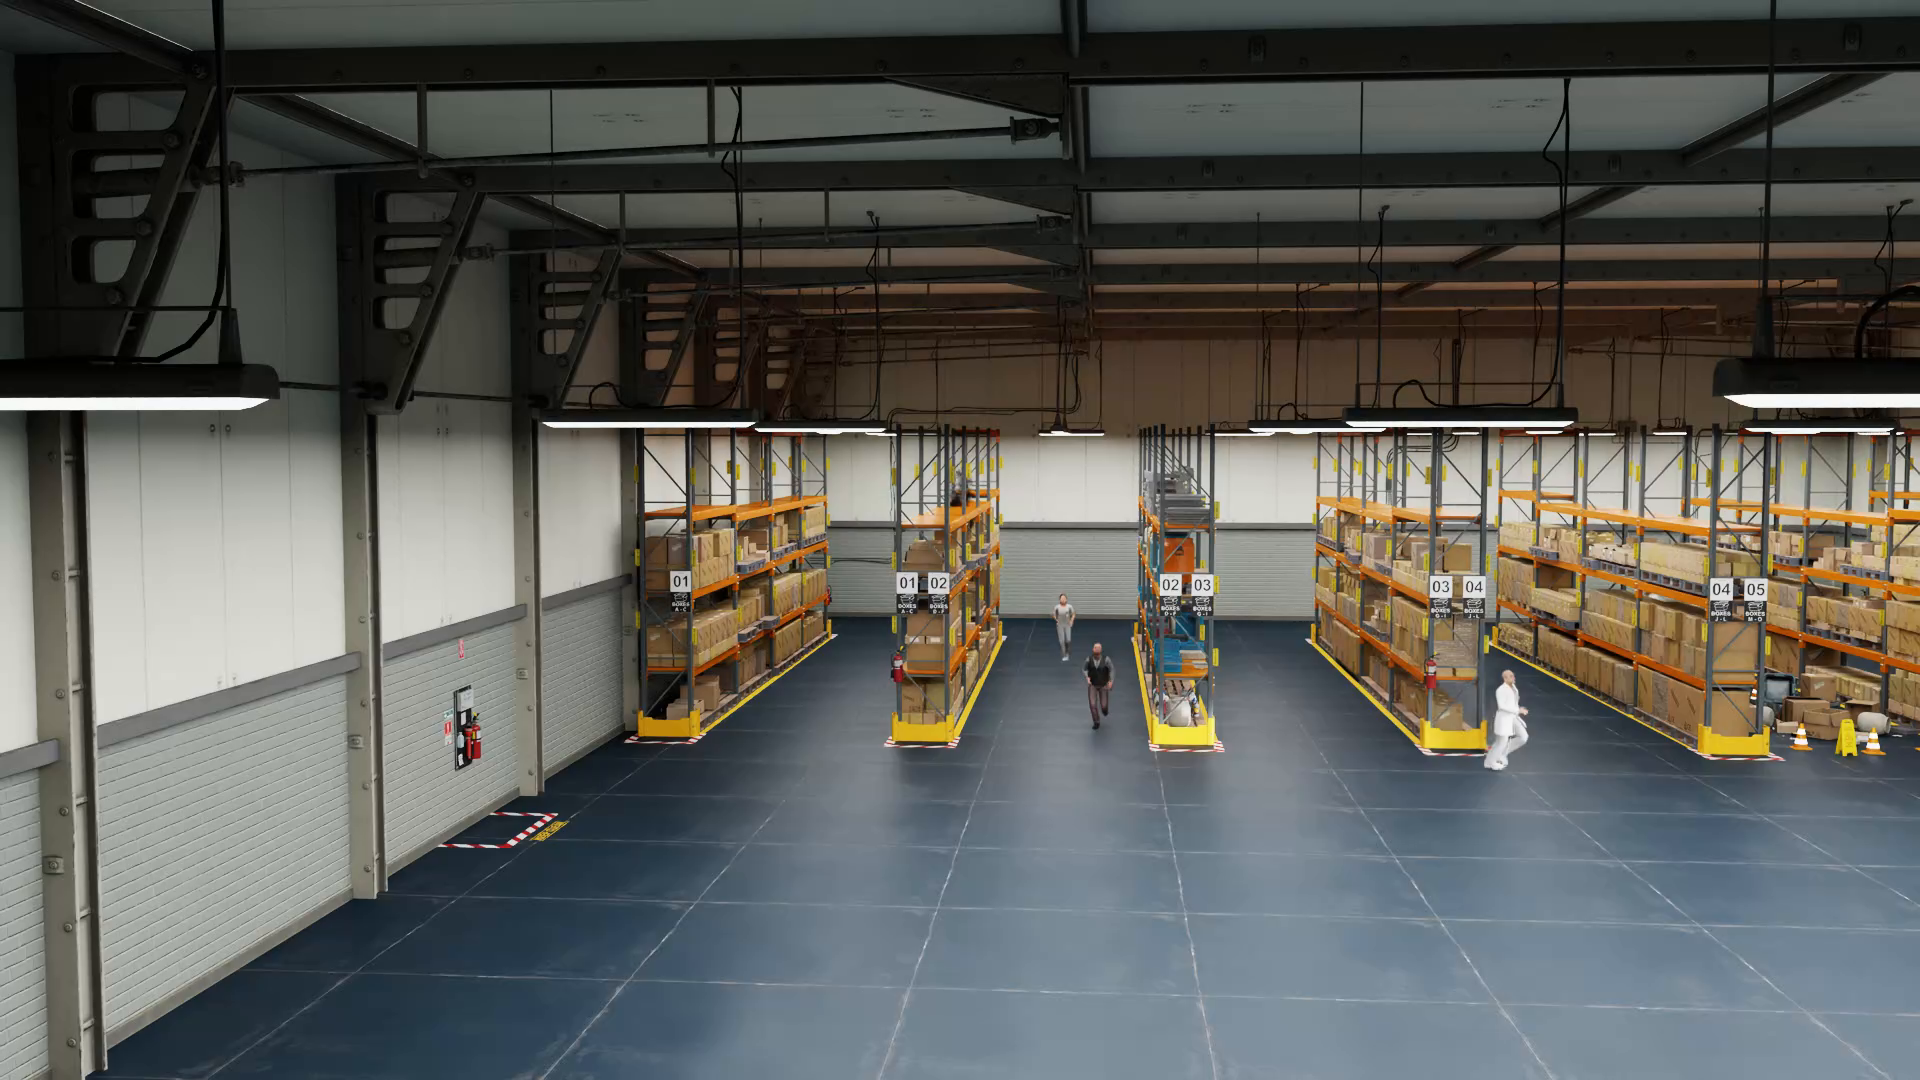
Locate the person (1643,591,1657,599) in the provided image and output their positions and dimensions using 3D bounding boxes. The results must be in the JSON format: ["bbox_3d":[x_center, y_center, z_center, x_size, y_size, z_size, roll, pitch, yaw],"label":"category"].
[{"bbox_3d":[19.834,2.104,47.179,0.938,1.532,0.532,1,4,14],"label":"person"}]

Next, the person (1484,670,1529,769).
[{"bbox_3d":[9.461,3.097,28.656,0.729,1.730,0.822,-3,5,-42],"label":"person"}]

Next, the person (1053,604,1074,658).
[{"bbox_3d":[2.534,2.235,40.607,0.521,1.340,0.482,0,3,3],"label":"person"}]

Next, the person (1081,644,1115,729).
[{"bbox_3d":[2.744,2.888,33.061,0.677,1.669,0.645,0,3,6],"label":"person"}]
